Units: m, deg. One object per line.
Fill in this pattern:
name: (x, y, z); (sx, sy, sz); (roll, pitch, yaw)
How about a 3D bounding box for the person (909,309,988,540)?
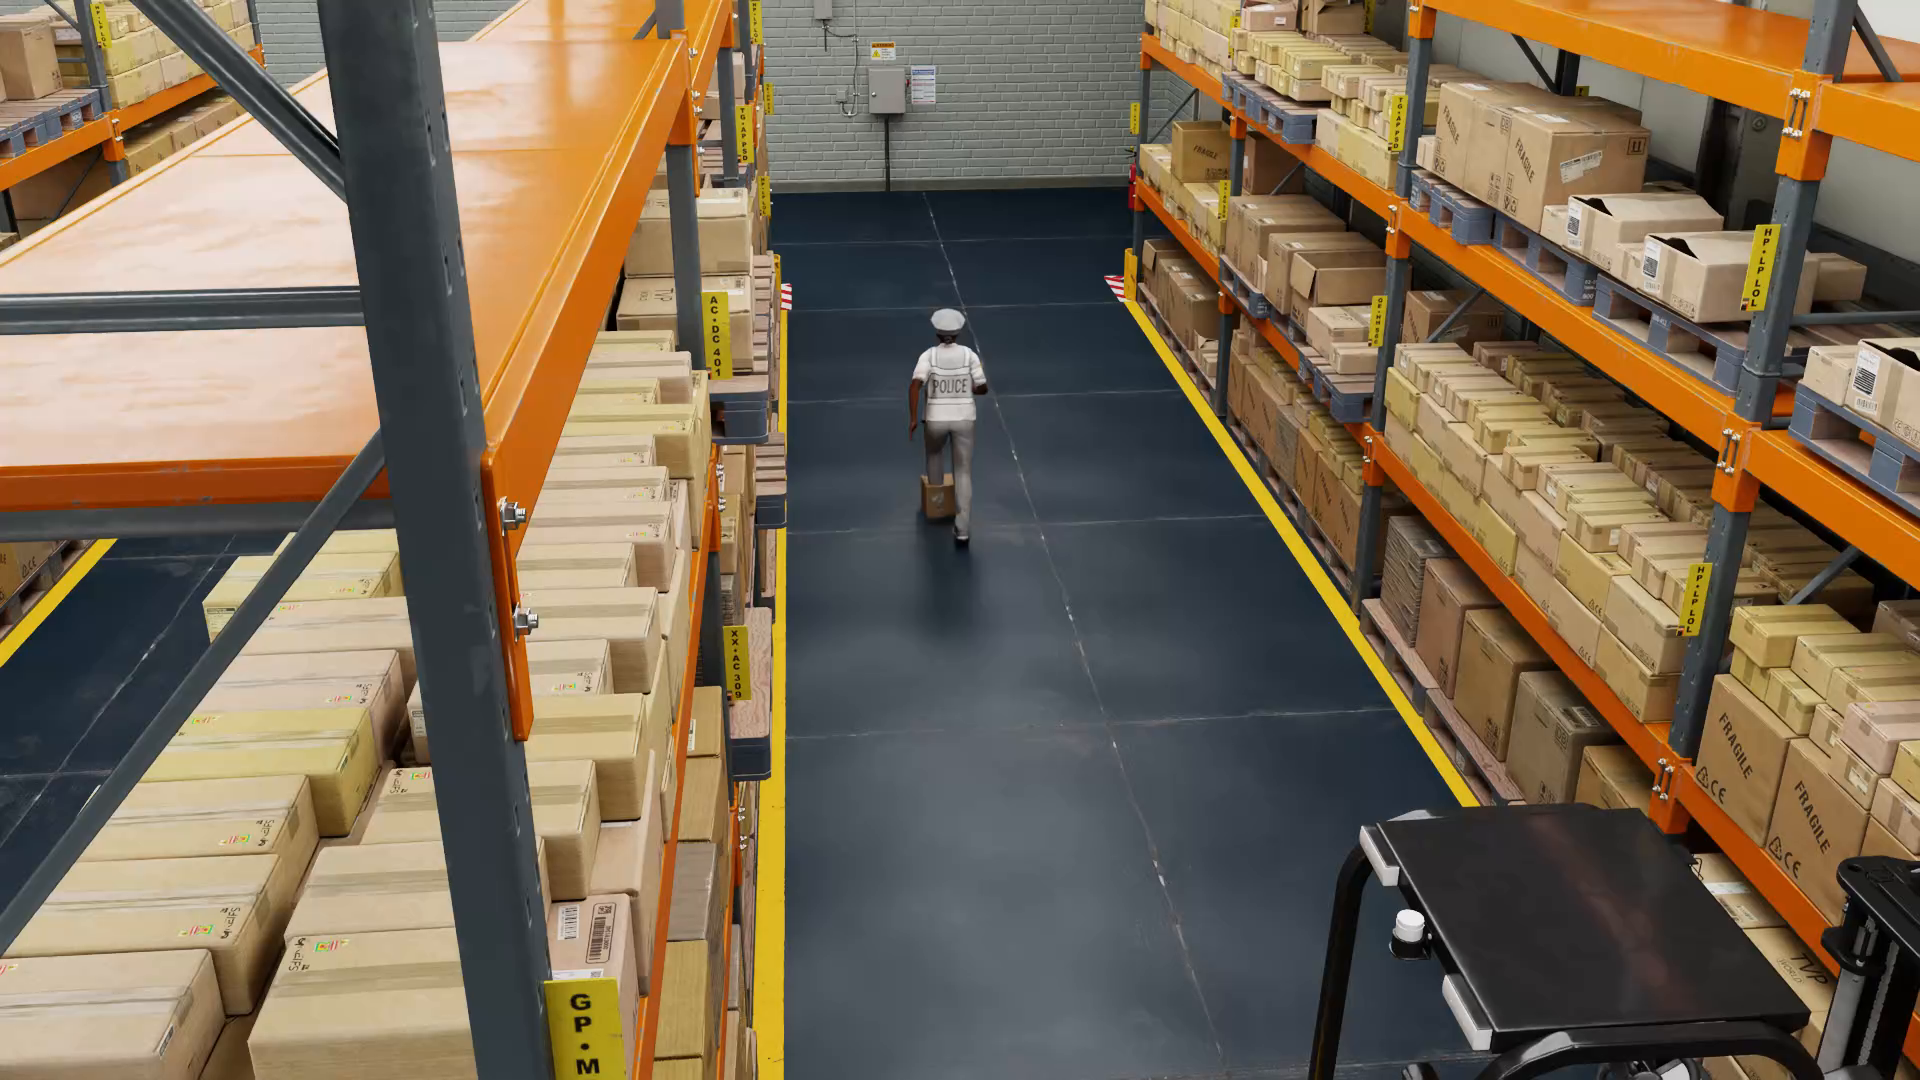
person: (-0.082, -0.870, 12.319); (0.580, 1.596, 0.900); (1, 24, 2)
